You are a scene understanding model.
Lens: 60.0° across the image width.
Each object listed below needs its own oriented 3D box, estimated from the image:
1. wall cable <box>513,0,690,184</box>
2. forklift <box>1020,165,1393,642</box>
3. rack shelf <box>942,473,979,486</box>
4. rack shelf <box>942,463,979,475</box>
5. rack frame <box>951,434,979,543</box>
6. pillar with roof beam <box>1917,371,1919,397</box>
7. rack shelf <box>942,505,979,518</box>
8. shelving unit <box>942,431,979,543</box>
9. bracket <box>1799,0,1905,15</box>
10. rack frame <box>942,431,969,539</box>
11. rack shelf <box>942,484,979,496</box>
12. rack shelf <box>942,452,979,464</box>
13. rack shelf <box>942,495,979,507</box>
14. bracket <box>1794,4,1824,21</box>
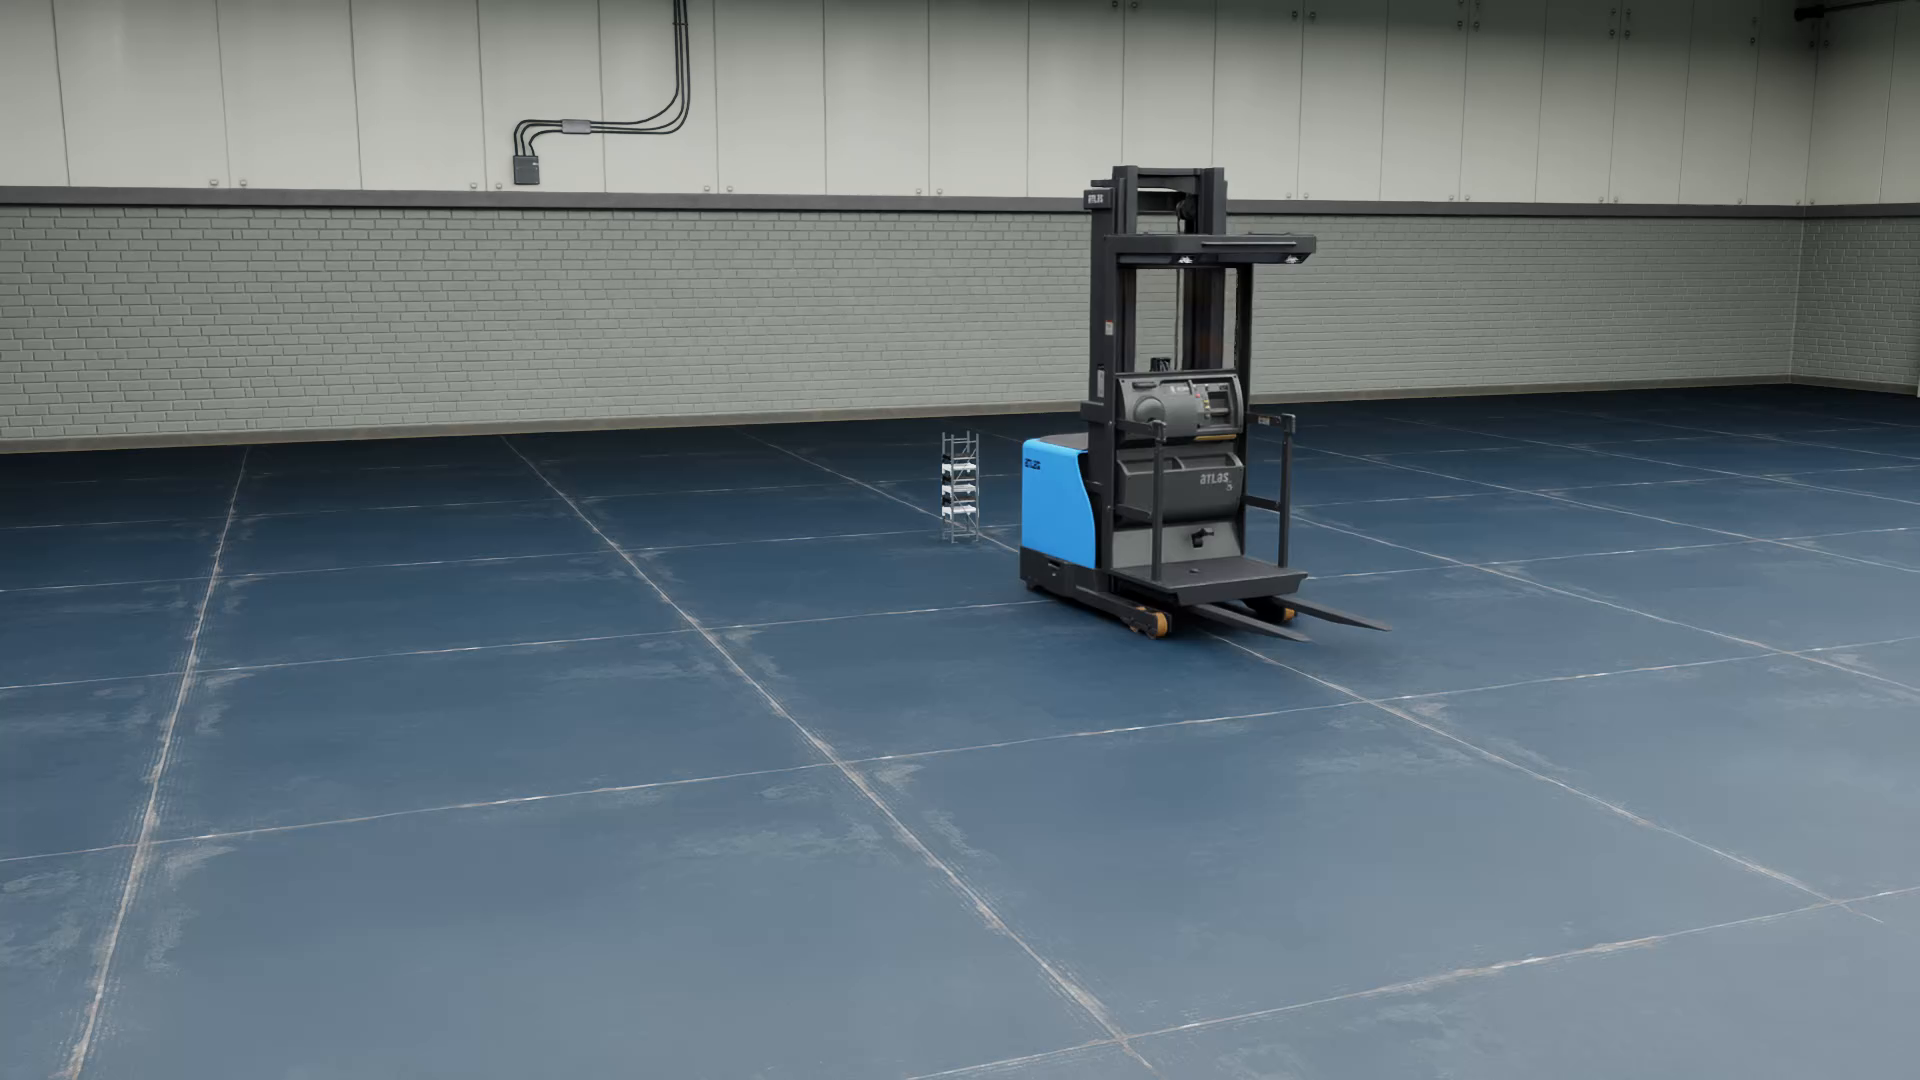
[{"bbox_3d":[-4.599,-7.572,21.082,2.305,6.003,0.169,-4,11,-21],"label":"wall cable"},{"bbox_3d":[1.549,-0.914,10.687,1.130,2.935,3.031,-5,11,-27],"label":"forklift"},{"bbox_3d":[0.003,-0.498,13.824,0.258,0.077,0.200,-4,11,-21],"label":"rack shelf"},{"bbox_3d":[0.003,-0.586,13.808,0.258,0.077,0.200,-4,11,-21],"label":"rack shelf"},{"bbox_3d":[0.040,-0.425,13.741,0.240,0.900,0.006,-4,11,-21],"label":"rack frame"},{"bbox_3d":[11.728,-6.459,24.535,9.100,9.000,0.400,-4,11,-21],"label":"pillar with roof beam"},{"bbox_3d":[0.003,-0.232,13.871,0.258,0.077,0.200,-4,11,-21],"label":"rack shelf"},{"bbox_3d":[0.003,-0.442,13.834,0.258,0.900,0.210,-4,11,-21],"label":"shelving unit"},{"bbox_3d":[14.615,-8.840,27.643,0.076,0.066,3.189,-4,11,-21],"label":"bracket"},{"bbox_3d":[-0.034,-0.458,13.927,0.240,0.900,0.006,-4,11,-21],"label":"rack frame"},{"bbox_3d":[0.003,-0.409,13.840,0.258,0.077,0.200,-4,11,-21],"label":"rack shelf"},{"bbox_3d":[0.003,-0.675,13.792,0.258,0.077,0.200,-4,11,-21],"label":"rack shelf"},{"bbox_3d":[0.003,-0.320,13.855,0.258,0.077,0.200,-4,11,-21],"label":"rack shelf"},{"bbox_3d":[14.401,-8.936,28.185,0.235,0.232,0.430,-4,11,-21],"label":"bracket"}]
